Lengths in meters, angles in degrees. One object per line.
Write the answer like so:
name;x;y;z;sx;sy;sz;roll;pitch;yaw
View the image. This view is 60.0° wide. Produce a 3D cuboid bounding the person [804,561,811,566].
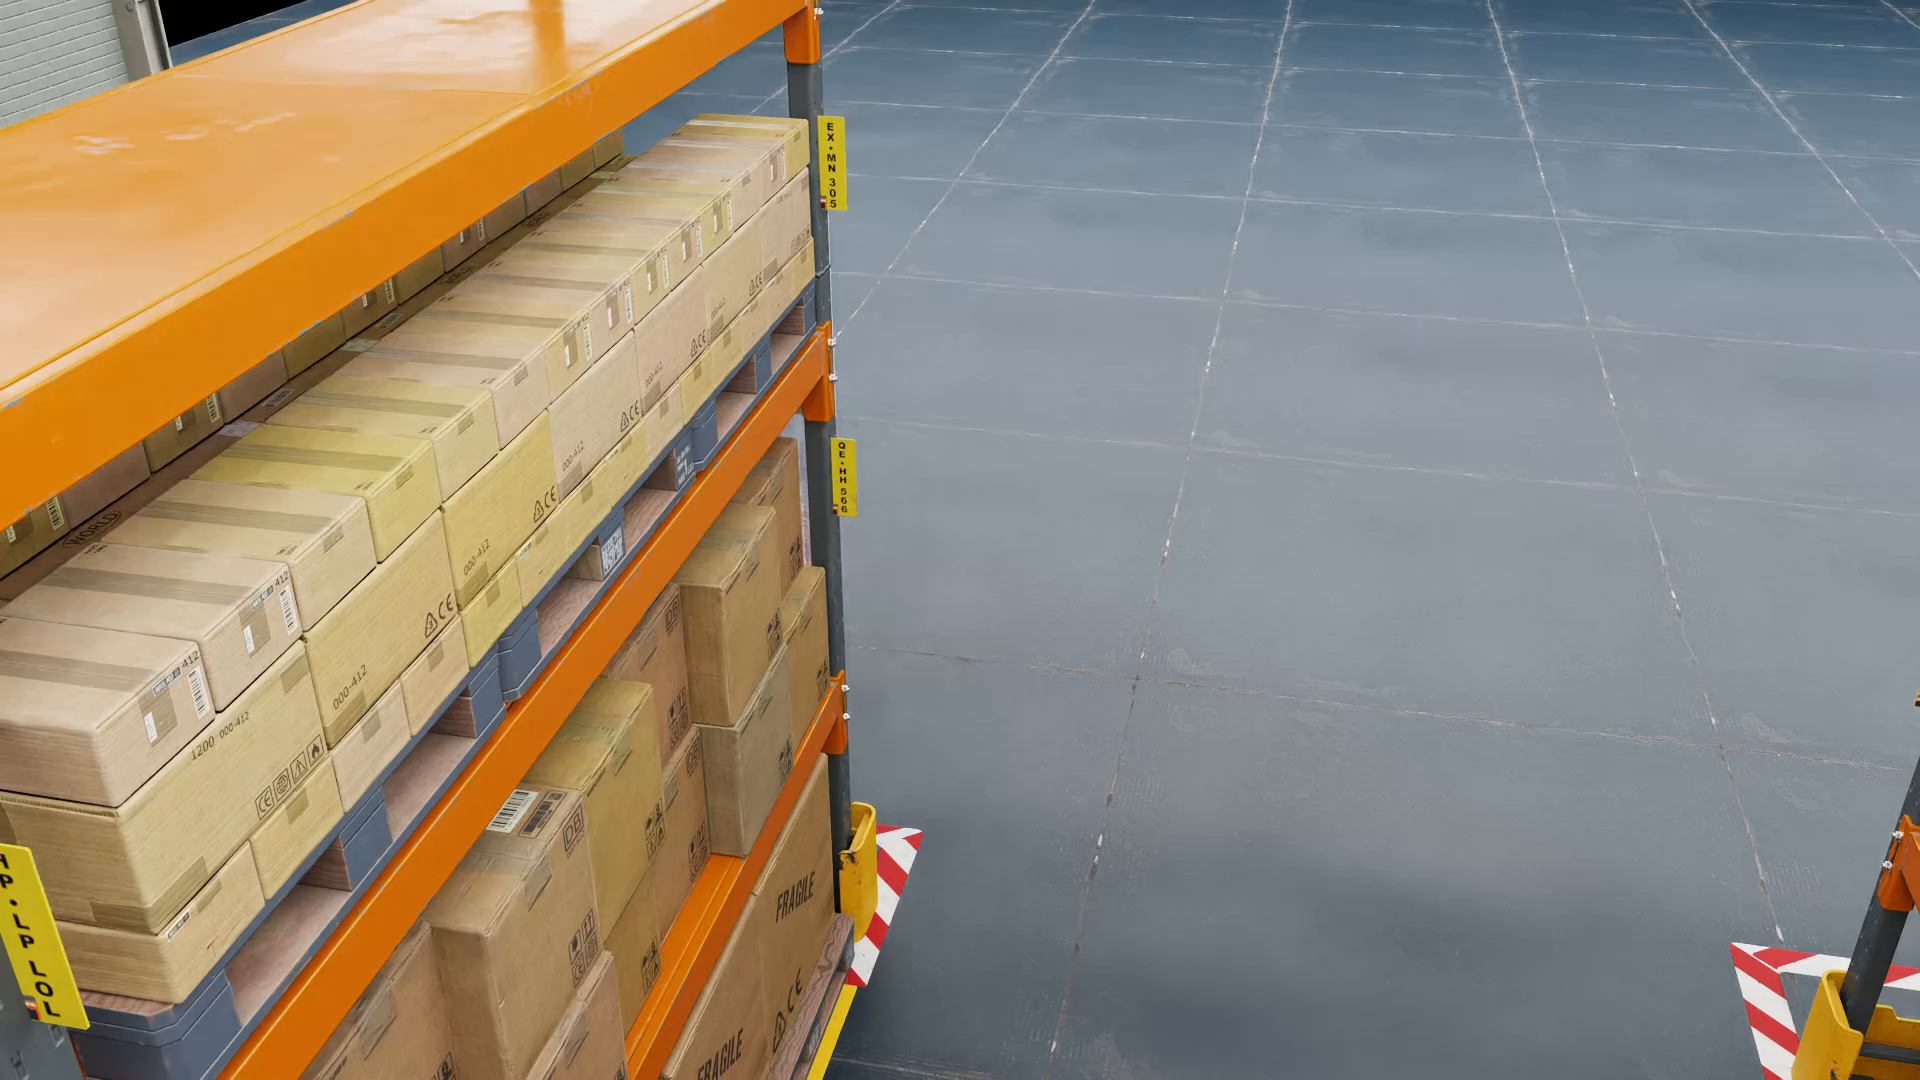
person;-0.920;0.457;8.531;0.575;1.056;0.868;6;29;10
